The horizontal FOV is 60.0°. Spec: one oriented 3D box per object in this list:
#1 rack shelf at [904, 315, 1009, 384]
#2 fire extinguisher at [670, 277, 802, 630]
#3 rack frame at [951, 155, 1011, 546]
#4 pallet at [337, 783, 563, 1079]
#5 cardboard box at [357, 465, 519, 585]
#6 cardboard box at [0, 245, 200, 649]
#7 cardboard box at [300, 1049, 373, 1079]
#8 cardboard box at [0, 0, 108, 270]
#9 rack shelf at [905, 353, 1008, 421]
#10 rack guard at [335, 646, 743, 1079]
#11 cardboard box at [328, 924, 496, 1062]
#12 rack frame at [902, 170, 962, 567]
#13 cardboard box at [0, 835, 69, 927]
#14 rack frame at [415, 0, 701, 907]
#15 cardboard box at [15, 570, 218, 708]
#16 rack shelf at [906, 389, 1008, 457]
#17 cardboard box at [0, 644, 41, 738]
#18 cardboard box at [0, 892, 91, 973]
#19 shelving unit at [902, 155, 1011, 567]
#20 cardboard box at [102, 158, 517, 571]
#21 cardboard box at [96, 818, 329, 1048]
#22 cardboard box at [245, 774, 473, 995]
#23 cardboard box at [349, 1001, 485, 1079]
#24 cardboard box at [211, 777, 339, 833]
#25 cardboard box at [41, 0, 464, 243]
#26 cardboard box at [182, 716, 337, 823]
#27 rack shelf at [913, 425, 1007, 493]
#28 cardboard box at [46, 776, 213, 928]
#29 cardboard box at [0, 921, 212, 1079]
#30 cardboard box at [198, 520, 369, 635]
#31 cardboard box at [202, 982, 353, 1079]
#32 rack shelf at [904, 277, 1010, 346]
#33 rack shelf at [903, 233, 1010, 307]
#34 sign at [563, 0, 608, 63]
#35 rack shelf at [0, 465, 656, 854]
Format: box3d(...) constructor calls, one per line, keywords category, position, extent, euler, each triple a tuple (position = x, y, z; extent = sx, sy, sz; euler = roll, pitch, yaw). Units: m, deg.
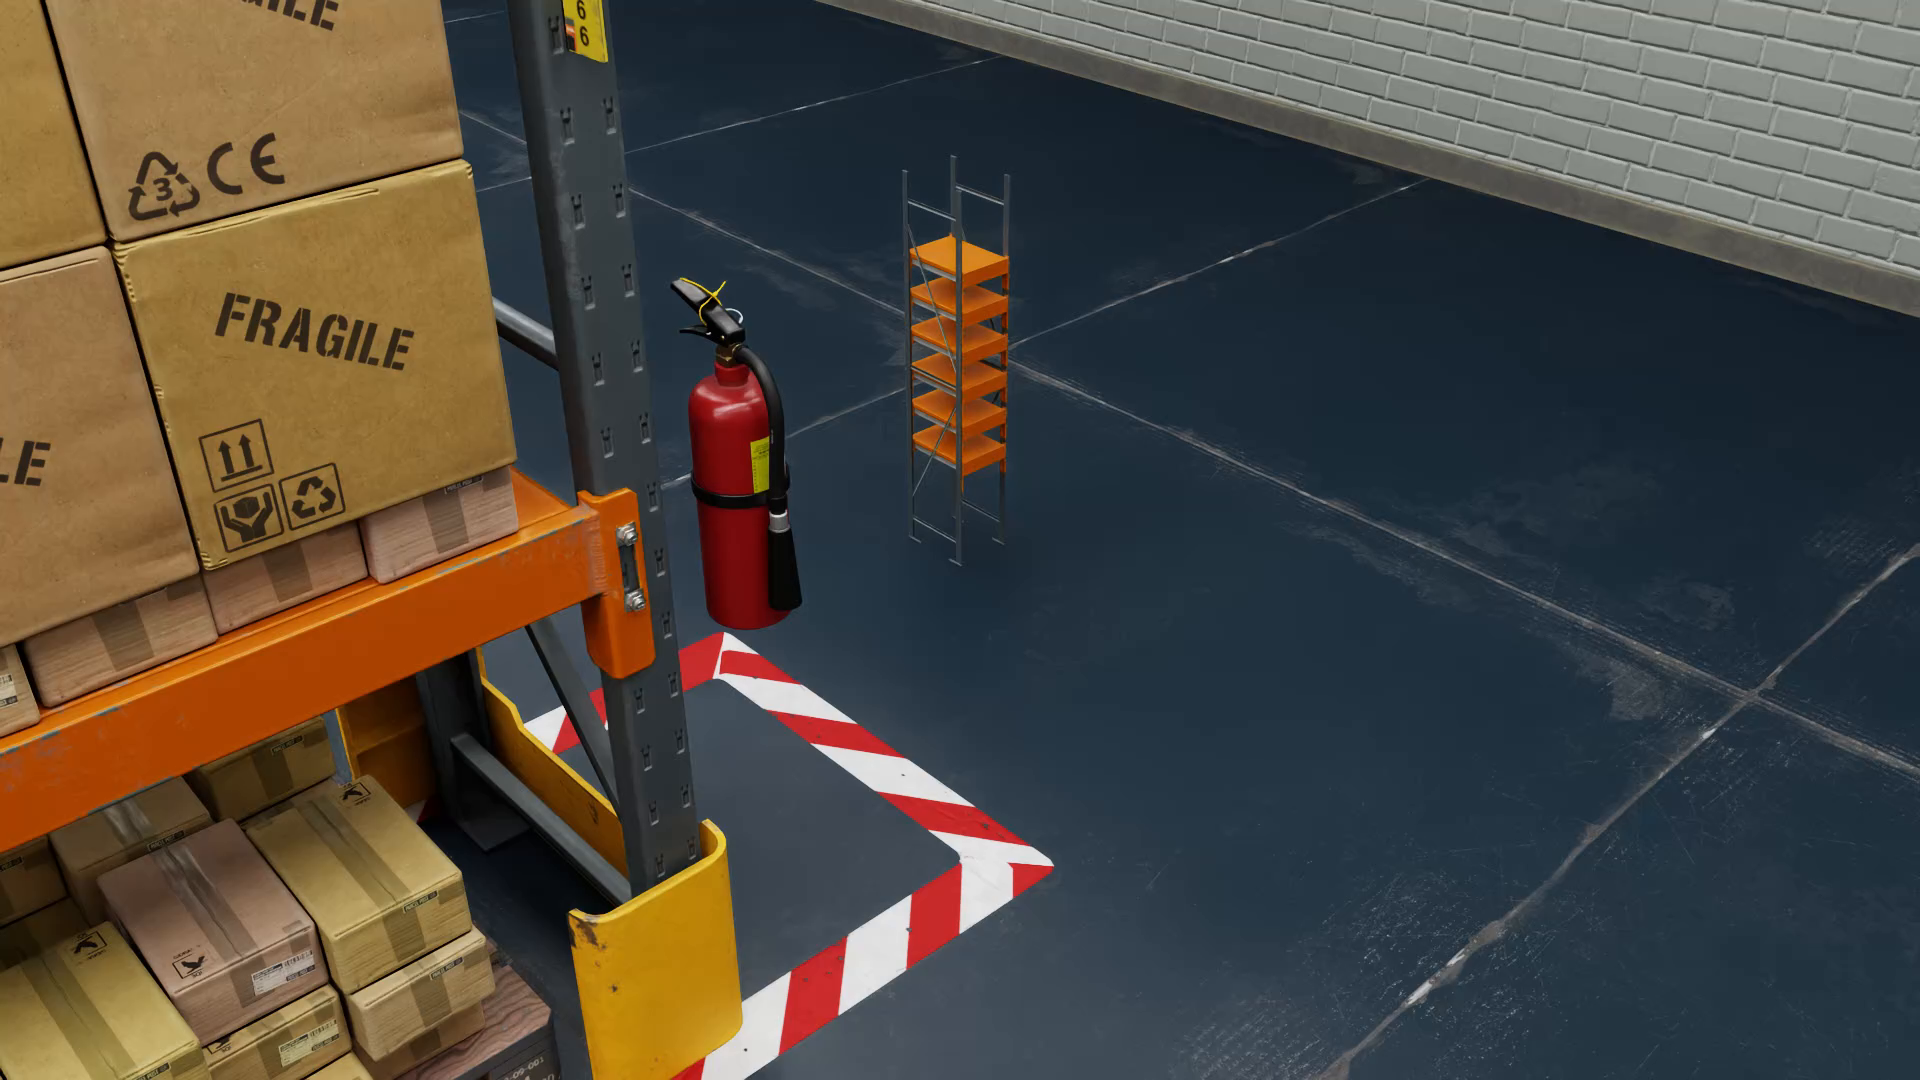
box3d(category="rack shelf", position=(-0.011, -0.571, 4.889), extent=(0.180, 0.103, 0.258), euler=(-26, 40, -35))
box3d(category="fire extinguisher", position=(-0.407, -0.156, 3.062), extent=(0.183, 0.674, 0.296), euler=(-26, 40, -35))
box3d(category="rack frame", position=(0.056, -0.539, 4.982), extent=(0.006, 1.200, 0.240), euler=(-26, 40, -35))
box3d(category="pallet", position=(-1.581, 1.056, 3.321), extent=(1.213, 0.211, 1.003), euler=(-26, 40, -35))
box3d(category="cardboard box", position=(-0.952, -0.104, 2.786), extent=(0.250, 0.149, 0.380), euler=(-26, 40, -35))
box3d(category="cardboard box", position=(-1.441, -0.166, 2.266), extent=(0.500, 0.500, 0.500), euler=(-27, 40, -36))
box3d(category="cardboard box", position=(-1.269, 0.998, 3.072), extent=(0.250, 0.149, 0.380), euler=(-24, 39, -34))
box3d(category="cardboard box", position=(-1.444, -0.594, 2.007), extent=(0.500, 0.500, 0.500), euler=(-27, 41, -37))
box3d(category="rack shelf", position=(-0.011, -0.469, 4.952), extent=(0.180, 0.103, 0.258), euler=(-26, 40, -35))
box3d(category="rack guard", position=(-0.961, 0.658, 3.695), extent=(0.348, 0.500, 1.175), euler=(-26, 40, -35))
box3d(category="cardboard box", position=(-1.099, 0.771, 3.159), extent=(0.250, 0.149, 0.380), euler=(-27, 41, -37))
box3d(category="rack frame", position=(-0.078, -0.474, 4.876), extent=(0.006, 1.200, 0.240), euler=(-26, 40, -35))
box3d(category="cardboard box", position=(-1.913, 0.588, 3.173), extent=(0.250, 0.149, 0.380), euler=(-26, 40, -36))
box3d(category="rack frame", position=(-0.906, -0.435, 3.087), extent=(0.127, 3.000, 1.000), euler=(-26, 40, -35))
box3d(category="cardboard box", position=(-1.334, 0.064, 2.511), extent=(0.250, 0.149, 0.380), euler=(-26, 40, -36))
box3d(category="rack shelf", position=(-0.011, -0.366, 5.014), extent=(0.180, 0.103, 0.258), euler=(-26, 40, -35))
box3d(category="cardboard box", position=(-1.505, 0.164, 2.348), extent=(0.250, 0.149, 0.380), euler=(-25, 39, -34))
box3d(category="cardboard box", position=(-1.823, 0.759, 3.179), extent=(0.250, 0.149, 0.380), euler=(-25, 39, -35))
box3d(category="shelving unit", position=(-0.011, -0.507, 4.929), extent=(0.189, 1.200, 0.258), euler=(-26, 40, -35))
box3d(category="cardboard box", position=(-1.060, -0.347, 2.561), extent=(0.500, 0.500, 0.500), euler=(-25, 39, -35))
box3d(category="cardboard box", position=(-1.345, 0.700, 2.990), extent=(0.250, 0.149, 0.380), euler=(-25, 39, -35))
box3d(category="cardboard box", position=(-1.121, 0.633, 3.100), extent=(0.250, 0.149, 0.380), euler=(-25, 40, -35))
box3d(category="cardboard box", position=(-1.150, 0.868, 3.285), extent=(0.250, 0.149, 0.380), euler=(-25, 39, -35))
box3d(category="cardboard box", position=(-1.464, 0.562, 3.500), extent=(0.250, 0.149, 0.380), euler=(-24, 39, -34))
box3d(category="cardboard box", position=(-1.072, -0.774, 2.301), extent=(0.500, 0.500, 0.500), euler=(-27, 40, -36))
box3d(category="cardboard box", position=(-1.521, 0.404, 3.474), extent=(0.380, 0.149, 0.250), euler=(27, 41, 37))
box3d(category="rack shelf", position=(-0.011, -0.264, 5.077), extent=(0.180, 0.103, 0.258), euler=(-26, 40, -35))
box3d(category="cardboard box", position=(-1.641, 0.548, 3.239), extent=(0.250, 0.149, 0.380), euler=(-25, 39, -35))
box3d(category="cardboard box", position=(-1.448, 0.840, 2.760), extent=(0.250, 0.149, 0.380), euler=(-27, 40, -36))
box3d(category="cardboard box", position=(-1.160, -0.031, 2.665), extent=(0.250, 0.149, 0.380), euler=(-26, 40, -36))
box3d(category="cardboard box", position=(-1.327, 0.843, 3.041), extent=(0.250, 0.149, 0.380), euler=(-27, 40, -36))
box3d(category="rack shelf", position=(-0.011, -0.674, 4.827), extent=(0.180, 0.103, 0.258), euler=(-26, 40, -35))
box3d(category="rack shelf", position=(-0.011, -0.776, 4.764), extent=(0.180, 0.103, 0.258), euler=(-26, 40, -35))
box3d(category="sign", position=(-0.543, -0.845, 2.343), extent=(0.005, 0.325, 0.100), euler=(-26, 40, -35))
box3d(category="rack shelf", position=(-2.372, 0.581, 2.114), extent=(4.000, 0.370, 1.077), euler=(-26, 40, -35))
